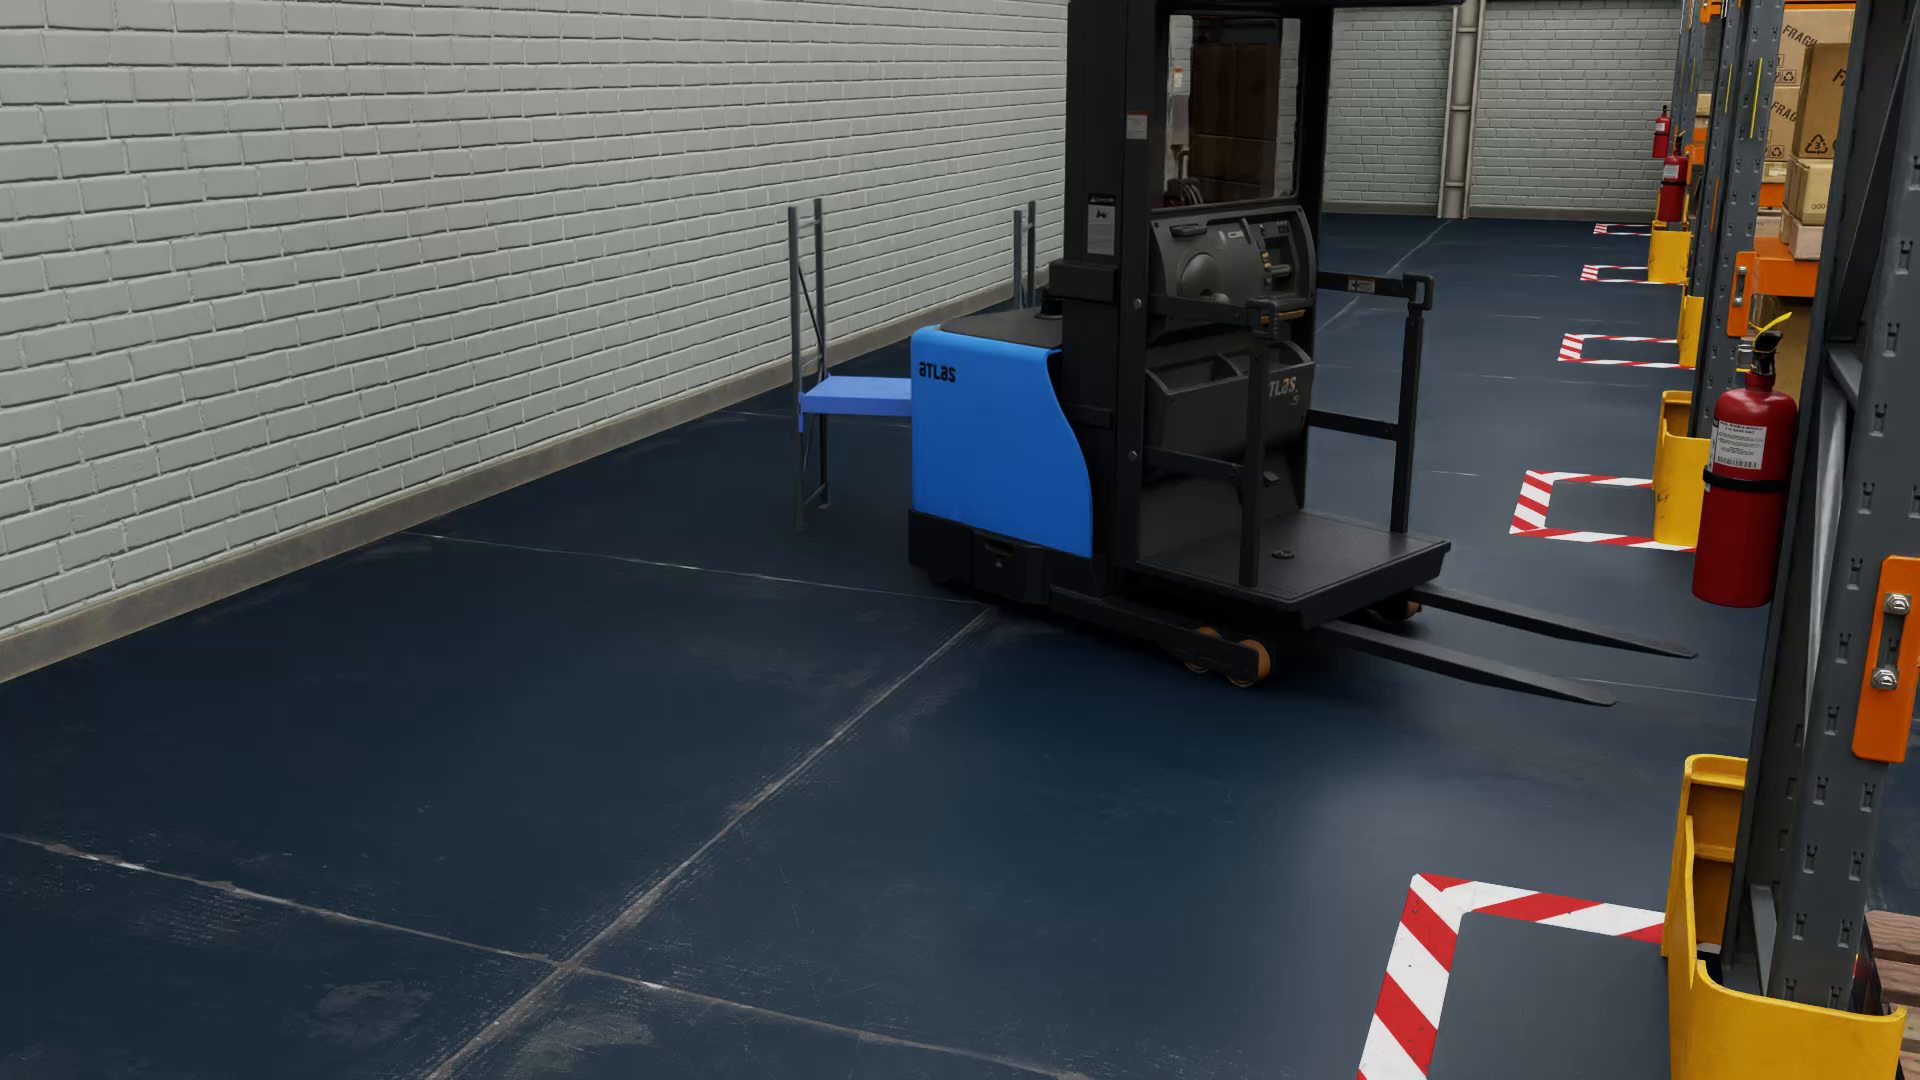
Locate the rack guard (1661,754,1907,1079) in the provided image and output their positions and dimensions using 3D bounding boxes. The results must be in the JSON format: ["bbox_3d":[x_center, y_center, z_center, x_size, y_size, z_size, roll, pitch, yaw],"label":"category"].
[{"bbox_3d":[1.730,0.928,3.580,0.348,0.500,1.175,6,17,21],"label":"rack guard"}]

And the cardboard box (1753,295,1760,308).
[{"bbox_3d":[6.084,-1.829,12.421,0.250,0.149,0.380,6,17,19],"label":"cardboard box"}]

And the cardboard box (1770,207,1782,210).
[{"bbox_3d":[10.344,-4.232,20.602,0.500,0.500,0.700,7,18,23],"label":"cardboard box"}]

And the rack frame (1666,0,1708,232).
[{"bbox_3d":[7.211,-4.128,16.512,0.127,3.000,1.000,6,17,21],"label":"rack frame"}]

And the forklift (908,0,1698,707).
[{"bbox_3d":[1.174,-1.049,6.031,1.130,2.935,3.031,-15,22,-42],"label":"forklift"}]

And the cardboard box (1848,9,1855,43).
[{"bbox_3d":[6.281,-3.340,11.292,0.500,0.500,0.500,7,18,22],"label":"cardboard box"}]

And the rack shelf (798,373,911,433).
[{"bbox_3d":[-0.208,-0.631,7.804,1.000,0.185,0.538,3,16,10],"label":"rack shelf"}]

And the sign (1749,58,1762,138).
[{"bbox_3d":[3.365,-1.868,7.034,0.005,0.325,0.100,6,17,21],"label":"sign"}]

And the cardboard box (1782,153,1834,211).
[{"bbox_3d":[4.123,-1.648,7.705,0.500,0.250,0.500,6,17,20],"label":"cardboard box"}]

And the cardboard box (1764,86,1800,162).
[{"bbox_3d":[5.805,-2.907,11.594,0.500,0.500,0.500,7,18,23],"label":"cardboard box"}]

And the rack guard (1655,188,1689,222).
[{"bbox_3d":[9.099,-4.207,21.270,0.348,0.500,1.175,6,17,21],"label":"rack guard"}]

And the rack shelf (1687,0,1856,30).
[{"bbox_3d":[10.889,-6.306,19.925,4.000,0.370,1.077,6,17,21],"label":"rack shelf"}]

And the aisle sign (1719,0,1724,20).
[{"bbox_3d":[5.531,-4.167,11.986,0.004,0.787,0.394,6,17,21],"label":"aisle sign"}]

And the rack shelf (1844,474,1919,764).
[{"bbox_3d":[3.618,0.277,2.630,4.000,0.370,1.077,6,17,21],"label":"rack shelf"}]

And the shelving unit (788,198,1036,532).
[{"bbox_3d":[-0.208,-0.804,7.754,1.048,1.500,0.538,3,16,10],"label":"shelving unit"}]

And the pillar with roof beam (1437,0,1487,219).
[{"bbox_3d":[5.272,-7.690,18.021,0.400,9.000,9.100,6,17,21],"label":"pillar with roof beam"}]

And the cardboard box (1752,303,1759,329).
[{"bbox_3d":[6.055,-1.667,12.394,0.250,0.149,0.380,7,17,22],"label":"cardboard box"}]

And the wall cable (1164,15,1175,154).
[{"bbox_3d":[2.466,-5.556,19.608,0.122,1.984,0.588,6,17,21],"label":"wall cable"}]

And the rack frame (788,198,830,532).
[{"bbox_3d":[-0.708,-0.829,7.839,0.032,1.500,0.500,3,16,10],"label":"rack frame"}]

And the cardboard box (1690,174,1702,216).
[{"bbox_3d":[9.563,-4.331,20.937,0.637,0.503,0.797,6,17,18],"label":"cardboard box"}]

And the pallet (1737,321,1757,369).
[{"bbox_3d":[6.302,-1.395,12.099,1.213,0.211,1.003,6,17,21],"label":"pallet"}]

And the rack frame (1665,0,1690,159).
[{"bbox_3d":[9.029,-5.416,20.948,0.127,3.000,1.000,6,17,21],"label":"rack frame"}]

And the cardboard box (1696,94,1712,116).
[{"bbox_3d":[9.352,-5.370,20.527,0.500,0.250,0.500,6,17,21],"label":"cardboard box"}]

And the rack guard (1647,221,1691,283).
[{"bbox_3d":[7.188,-2.930,16.869,0.348,0.500,1.175,6,17,21],"label":"rack guard"}]

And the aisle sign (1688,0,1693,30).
[{"bbox_3d":[7.258,-5.464,16.452,0.004,0.787,0.394,6,17,21],"label":"aisle sign"}]

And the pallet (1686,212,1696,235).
[{"bbox_3d":[9.841,-3.987,21.030,1.213,0.211,1.003,6,17,21],"label":"pallet"}]

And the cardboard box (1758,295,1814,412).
[{"bbox_3d":[4.199,-0.694,7.743,0.875,0.875,0.875,6,17,21],"label":"cardboard box"}]

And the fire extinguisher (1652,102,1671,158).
[{"bbox_3d":[8.722,-5.095,20.650,0.183,0.674,0.296,6,17,21],"label":"fire extinguisher"}]

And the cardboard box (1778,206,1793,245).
[{"bbox_3d":[4.027,-1.486,7.863,0.250,0.149,0.380,7,17,22],"label":"cardboard box"}]

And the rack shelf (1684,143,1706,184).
[{"bbox_3d":[9.071,-3.578,15.908,4.000,0.370,1.077,6,17,21],"label":"rack shelf"}]

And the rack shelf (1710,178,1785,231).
[{"bbox_3d":[7.349,-2.284,11.450,4.000,0.370,1.077,6,17,21],"label":"rack shelf"}]

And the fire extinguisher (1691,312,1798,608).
[{"bbox_3d":[1.784,-0.190,3.756,0.183,0.674,0.296,6,17,21],"label":"fire extinguisher"}]

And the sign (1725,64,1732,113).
[{"bbox_3d":[5.290,-3.109,11.449,0.005,0.325,0.100,6,17,21],"label":"sign"}]
